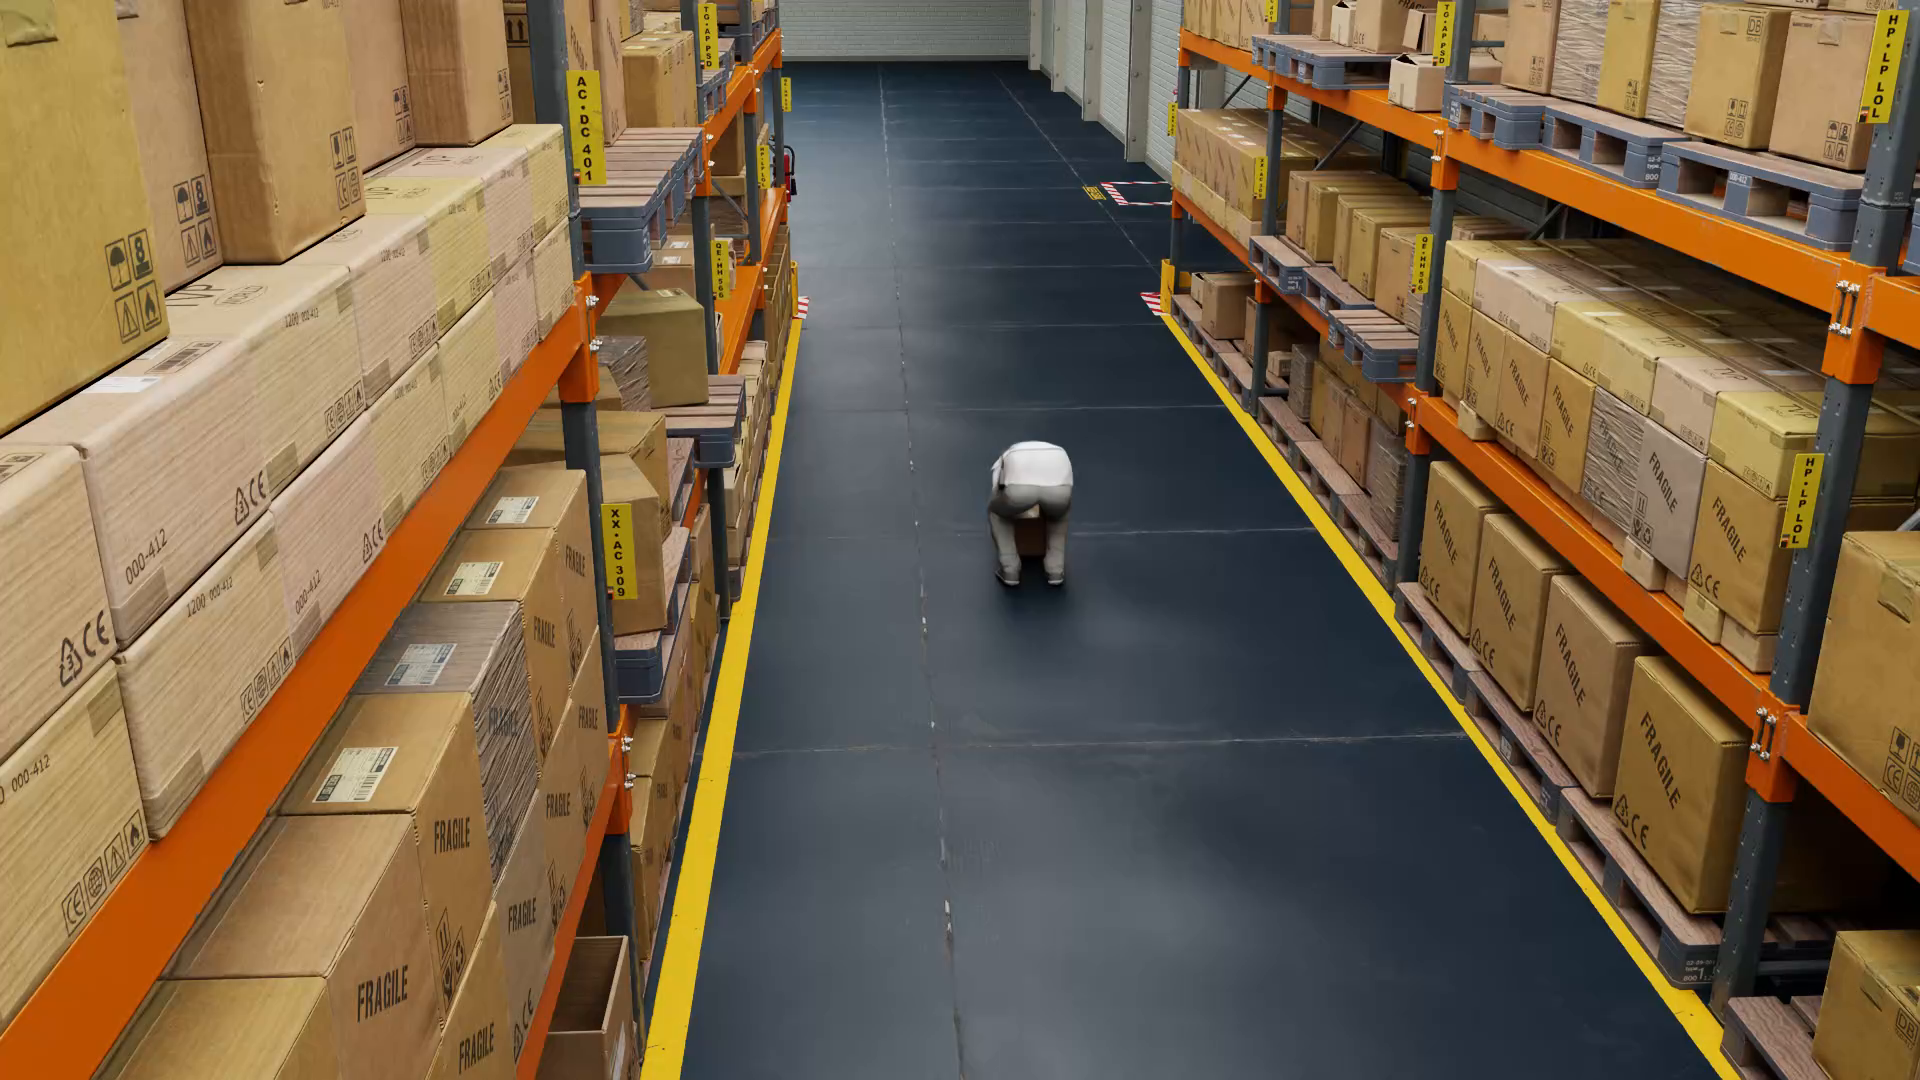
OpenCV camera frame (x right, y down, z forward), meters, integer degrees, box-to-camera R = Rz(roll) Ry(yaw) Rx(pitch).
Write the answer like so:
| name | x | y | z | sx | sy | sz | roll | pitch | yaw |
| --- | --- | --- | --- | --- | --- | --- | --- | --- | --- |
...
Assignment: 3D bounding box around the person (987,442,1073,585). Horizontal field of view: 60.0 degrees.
| name | x | y | z | sx | sy | sz | roll | pitch | yaw |
| --- | --- | --- | --- | --- | --- | --- | --- | --- | --- |
| person | 0.425 | -0.224 | 10.286 | 0.520 | 0.886 | 0.936 | -2 | 21 | -6 |
